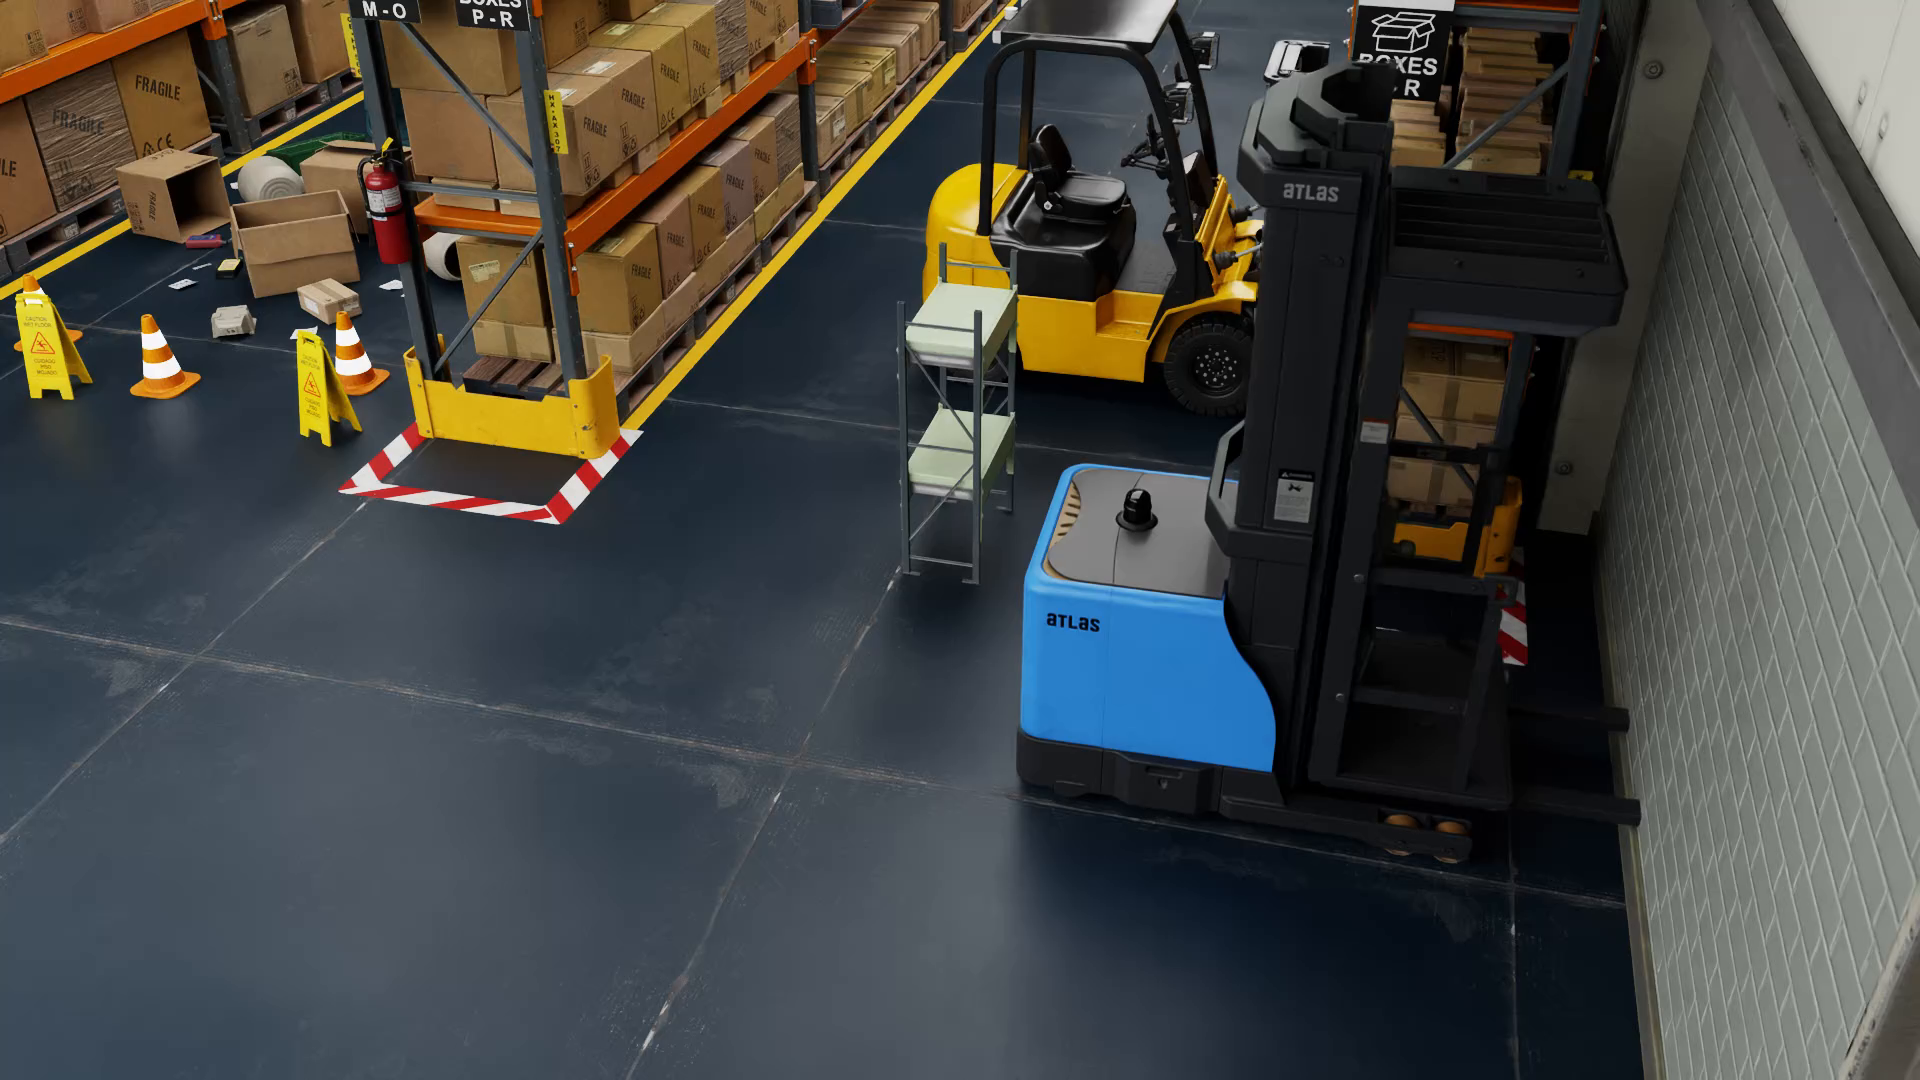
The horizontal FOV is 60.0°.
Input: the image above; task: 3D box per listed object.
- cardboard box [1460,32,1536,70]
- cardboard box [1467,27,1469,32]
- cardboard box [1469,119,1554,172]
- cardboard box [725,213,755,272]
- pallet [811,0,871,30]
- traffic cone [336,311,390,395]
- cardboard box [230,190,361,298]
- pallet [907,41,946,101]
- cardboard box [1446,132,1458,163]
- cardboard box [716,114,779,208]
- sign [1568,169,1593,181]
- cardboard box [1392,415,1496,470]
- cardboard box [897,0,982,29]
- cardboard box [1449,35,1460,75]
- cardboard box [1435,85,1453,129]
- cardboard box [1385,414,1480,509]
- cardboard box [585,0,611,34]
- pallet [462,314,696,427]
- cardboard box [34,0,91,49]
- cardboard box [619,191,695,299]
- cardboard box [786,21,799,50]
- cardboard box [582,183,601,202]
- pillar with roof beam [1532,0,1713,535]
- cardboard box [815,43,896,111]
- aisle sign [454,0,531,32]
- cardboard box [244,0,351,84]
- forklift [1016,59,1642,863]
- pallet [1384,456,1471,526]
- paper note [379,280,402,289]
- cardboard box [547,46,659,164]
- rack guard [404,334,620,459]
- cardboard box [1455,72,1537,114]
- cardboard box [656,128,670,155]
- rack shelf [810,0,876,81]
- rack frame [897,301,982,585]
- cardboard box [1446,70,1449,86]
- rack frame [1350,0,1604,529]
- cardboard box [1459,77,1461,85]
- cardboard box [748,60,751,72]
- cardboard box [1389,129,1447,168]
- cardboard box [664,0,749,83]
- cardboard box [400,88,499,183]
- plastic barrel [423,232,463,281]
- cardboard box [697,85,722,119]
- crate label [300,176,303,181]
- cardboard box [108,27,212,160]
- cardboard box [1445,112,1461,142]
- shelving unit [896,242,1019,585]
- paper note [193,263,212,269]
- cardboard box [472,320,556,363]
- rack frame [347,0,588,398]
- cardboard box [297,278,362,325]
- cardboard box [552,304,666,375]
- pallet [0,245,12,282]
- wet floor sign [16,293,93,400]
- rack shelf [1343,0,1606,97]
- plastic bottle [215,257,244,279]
[{"bbox_3d":[2.982,-2.696,9.219,0.380,0.149,0.250,9,34,14],"label":"cardboard box"},{"bbox_3d":[3.283,-3.092,10.119,0.380,0.149,0.250,9,33,14],"label":"cardboard box"},{"bbox_3d":[2.627,-1.889,7.950,0.380,0.149,0.250,9,34,14],"label":"cardboard box"},{"bbox_3d":[-1.729,-2.055,11.358,0.500,0.250,0.500,9,33,13],"label":"cardboard box"},{"bbox_3d":[-1.246,-4.218,12.768,1.003,0.211,1.213,8,33,12],"label":"pallet"},{"bbox_3d":[-3.734,-1.175,10.166,0.336,0.463,0.334,8,33,12],"label":"traffic cone"},{"bbox_3d":[-4.599,-2.049,11.504,0.797,0.503,0.637,-14,35,-21],"label":"cardboard box"},{"bbox_3d":[-0.765,-4.416,15.499,1.003,0.211,1.213,8,33,12],"label":"pallet"},{"bbox_3d":[2.616,-1.897,8.240,0.380,0.149,0.250,7,33,12],"label":"cardboard box"},{"bbox_3d":[-1.598,-2.648,11.591,0.500,0.500,0.500,9,33,13],"label":"cardboard box"},{"bbox_3d":[2.742,-1.493,7.421,0.100,0.325,0.005,8,33,12],"label":"sign"},{"bbox_3d":[2.527,-0.616,8.629,0.500,0.250,0.500,9,33,13],"label":"cardboard box"},{"bbox_3d":[-0.310,-5.626,16.392,0.875,0.875,0.875,8,33,12],"label":"cardboard box"},{"bbox_3d":[3.239,-2.762,10.206,0.500,0.500,0.500,8,33,13],"label":"cardboard box"},{"bbox_3d":[2.302,-2.219,8.470,0.380,0.149,0.250,8,33,13],"label":"cardboard box"},{"bbox_3d":[2.520,-0.418,8.782,0.500,0.250,0.500,8,33,13],"label":"cardboard box"},{"bbox_3d":[-2.511,-3.271,9.797,0.700,0.500,0.500,8,33,12],"label":"cardboard box"},{"bbox_3d":[-2.336,-1.126,10.324,1.003,0.211,1.213,8,33,12],"label":"pallet"},{"bbox_3d":[-6.845,-3.861,11.888,0.875,0.550,0.550,8,33,12],"label":"cardboard box"},{"bbox_3d":[-1.989,-1.845,10.329,0.500,0.500,0.500,7,33,11],"label":"cardboard box"},{"bbox_3d":[-1.367,-3.608,11.863,0.380,0.149,0.250,8,33,12],"label":"cardboard box"},{"bbox_3d":[-2.259,-2.021,9.368,0.380,0.149,0.250,9,33,13],"label":"cardboard box"},{"bbox_3d":[-0.909,-4.529,7.486,9.100,9.000,0.400,8,33,12],"label":"pillar with roof beam"},{"bbox_3d":[-1.096,-3.997,14.300,0.950,0.372,0.625,9,34,14],"label":"cardboard box"},{"bbox_3d":[-2.311,-2.869,8.044,0.394,0.787,0.004,8,33,12],"label":"aisle sign"},{"bbox_3d":[-6.075,-4.606,14.905,1.050,0.750,0.750,8,33,12],"label":"cardboard box"},{"bbox_3d":[1.812,-0.250,6.411,3.031,2.935,1.130,7,33,11],"label":"forklift"},{"bbox_3d":[2.360,-0.398,9.180,1.003,0.211,1.213,8,33,12],"label":"pallet"},{"bbox_3d":[-3.920,-1.770,11.517,0.148,0.019,0.142,20,38,29],"label":"paper note"},{"bbox_3d":[-2.079,-2.491,9.503,0.500,0.500,0.500,9,34,14],"label":"cardboard box"},{"bbox_3d":[-2.576,-0.831,9.591,1.175,0.500,0.348,8,33,12],"label":"rack guard"},{"bbox_3d":[2.771,-2.296,8.590,0.380,0.149,0.250,9,34,14],"label":"cardboard box"},{"bbox_3d":[-1.971,-2.412,9.983,0.380,0.149,0.250,9,34,14],"label":"cardboard box"},{"bbox_3d":[-1.073,-4.656,13.949,1.077,0.370,4.000,8,33,12],"label":"rack shelf"},{"bbox_3d":[-0.095,-0.440,8.043,0.400,1.500,0.023,8,33,12],"label":"rack frame"},{"bbox_3d":[2.613,-2.560,9.888,0.500,0.500,0.500,8,33,12],"label":"cardboard box"},{"bbox_3d":[2.207,-1.173,7.798,1.000,3.000,0.127,8,33,12],"label":"rack frame"},{"bbox_3d":[2.998,-2.563,9.287,0.380,0.149,0.250,7,33,11],"label":"cardboard box"},{"bbox_3d":[-1.642,-3.225,11.262,0.380,0.149,0.250,8,33,12],"label":"cardboard box"},{"bbox_3d":[2.094,-1.829,7.855,0.380,0.149,0.250,8,33,12],"label":"cardboard box"},{"bbox_3d":[-1.704,-3.287,10.755,0.500,0.500,0.500,9,34,14],"label":"cardboard box"},{"bbox_3d":[-2.724,-2.333,9.254,0.500,0.500,0.500,7,33,12],"label":"cardboard box"},{"bbox_3d":[-3.536,-2.037,11.560,0.421,0.421,0.512,-21,38,-29],"label":"plastic barrel"},{"bbox_3d":[-1.746,-2.813,10.613,0.380,0.149,0.250,8,33,13],"label":"cardboard box"},{"bbox_3d":[-5.014,-2.770,12.980,0.298,0.136,0.250,-14,35,-21],"label":"crate label"},{"bbox_3d":[-6.621,-3.507,13.060,0.875,0.875,0.875,9,33,13],"label":"cardboard box"},{"bbox_3d":[2.835,-1.969,8.958,0.500,0.500,0.500,8,33,12],"label":"cardboard box"},{"bbox_3d":[-0.002,-0.629,8.342,0.431,1.500,0.755,8,33,12],"label":"shelving unit"},{"bbox_3d":[-5.375,-1.941,11.794,0.032,0.001,0.123,28,42,36],"label":"paper note"},{"bbox_3d":[-2.644,-1.332,10.220,0.500,0.250,0.500,8,33,12],"label":"cardboard box"},{"bbox_3d":[-2.595,-1.846,8.858,1.000,3.000,0.127,8,33,12],"label":"rack frame"},{"bbox_3d":[-4.217,-1.598,11.125,0.380,0.149,0.250,28,42,36],"label":"cardboard box"},{"bbox_3d":[-2.123,-1.244,10.083,0.500,0.250,0.500,8,33,12],"label":"cardboard box"},{"bbox_3d":[-7.282,-1.717,11.254,1.003,0.211,1.213,8,33,12],"label":"pallet"},{"bbox_3d":[-5.501,-1.190,10.020,0.267,0.644,0.232,3,33,4],"label":"wet floor sign"},{"bbox_3d":[2.714,-3.173,8.819,1.077,0.370,4.000,8,33,12],"label":"rack shelf"},{"bbox_3d":[-5.143,-1.926,11.723,0.133,0.061,0.283,-3,33,-4],"label":"plastic bottle"}]
